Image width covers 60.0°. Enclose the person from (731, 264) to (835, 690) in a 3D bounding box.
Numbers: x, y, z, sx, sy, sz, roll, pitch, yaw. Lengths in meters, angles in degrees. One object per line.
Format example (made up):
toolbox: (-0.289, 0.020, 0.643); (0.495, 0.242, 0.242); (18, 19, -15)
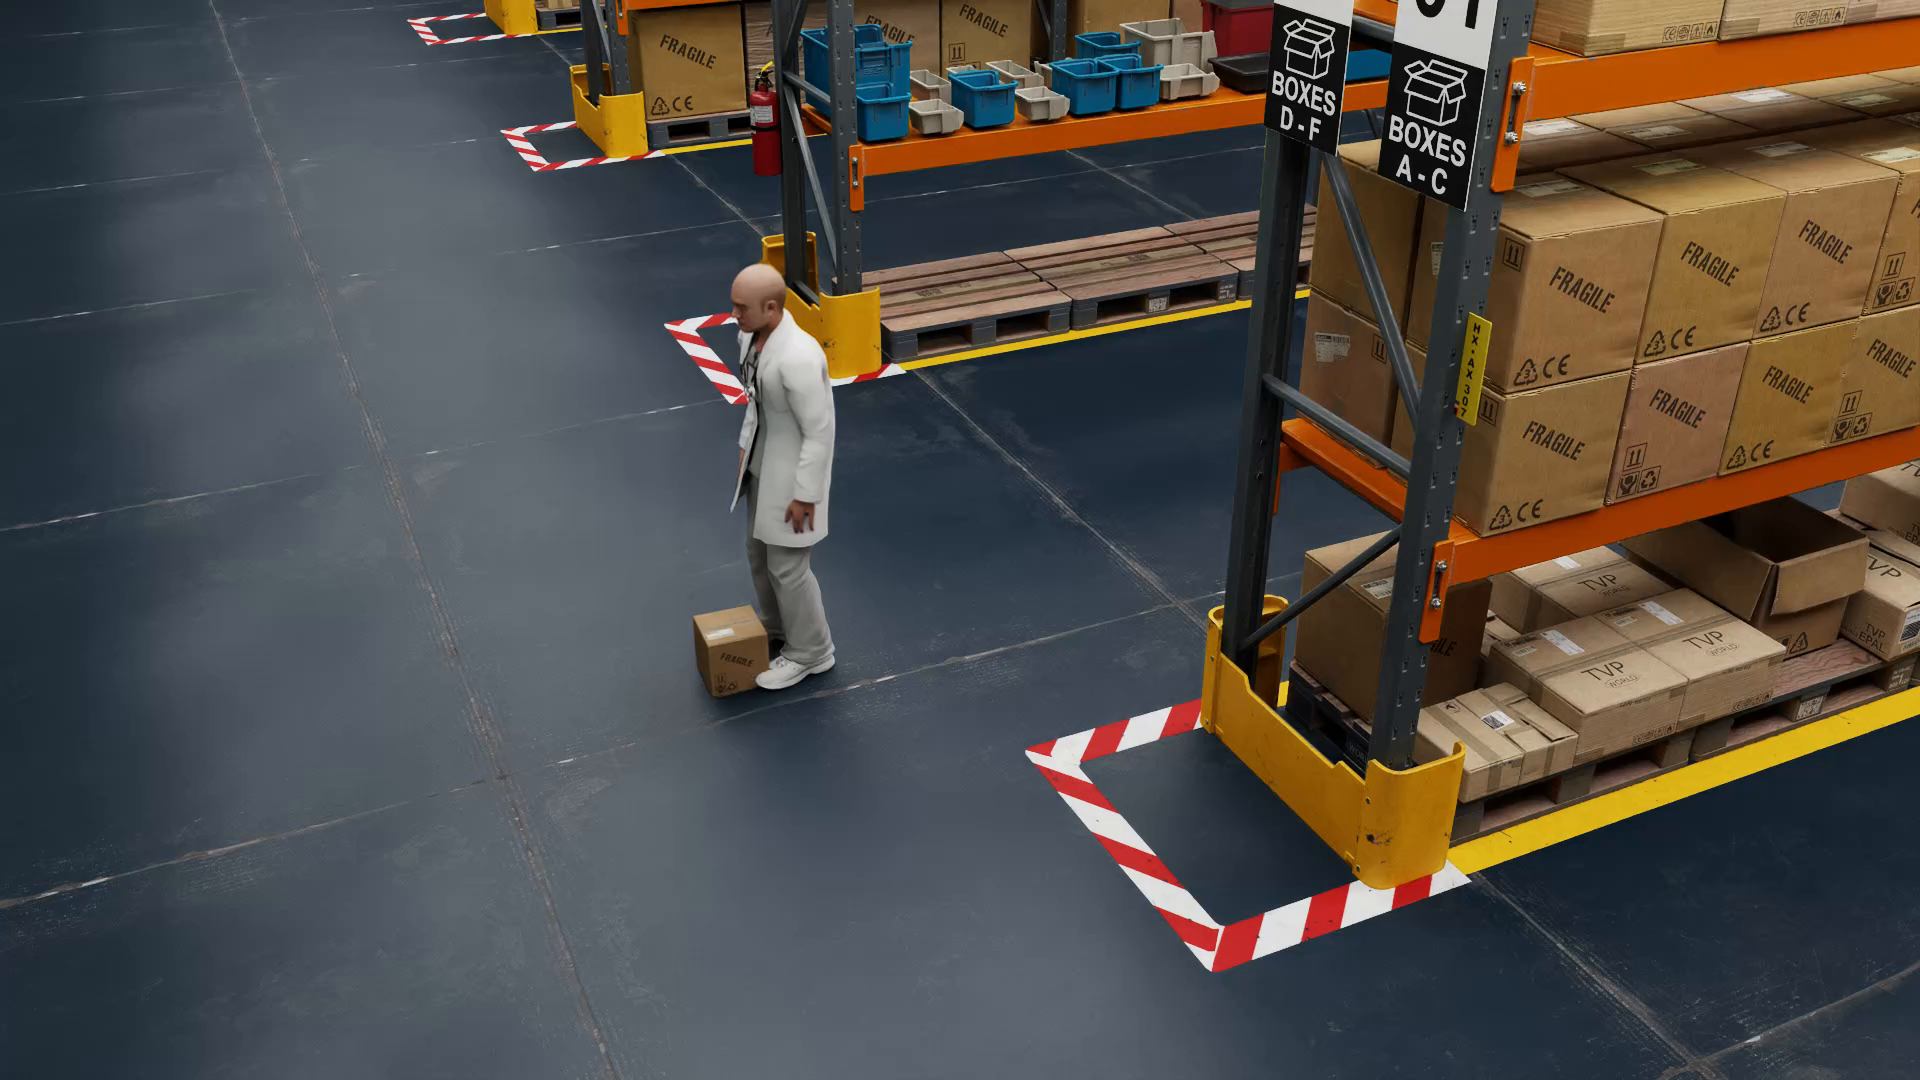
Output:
person: (-0.716, -0.262, 6.616); (0.428, 1.772, 0.641); (-14, 32, -24)
